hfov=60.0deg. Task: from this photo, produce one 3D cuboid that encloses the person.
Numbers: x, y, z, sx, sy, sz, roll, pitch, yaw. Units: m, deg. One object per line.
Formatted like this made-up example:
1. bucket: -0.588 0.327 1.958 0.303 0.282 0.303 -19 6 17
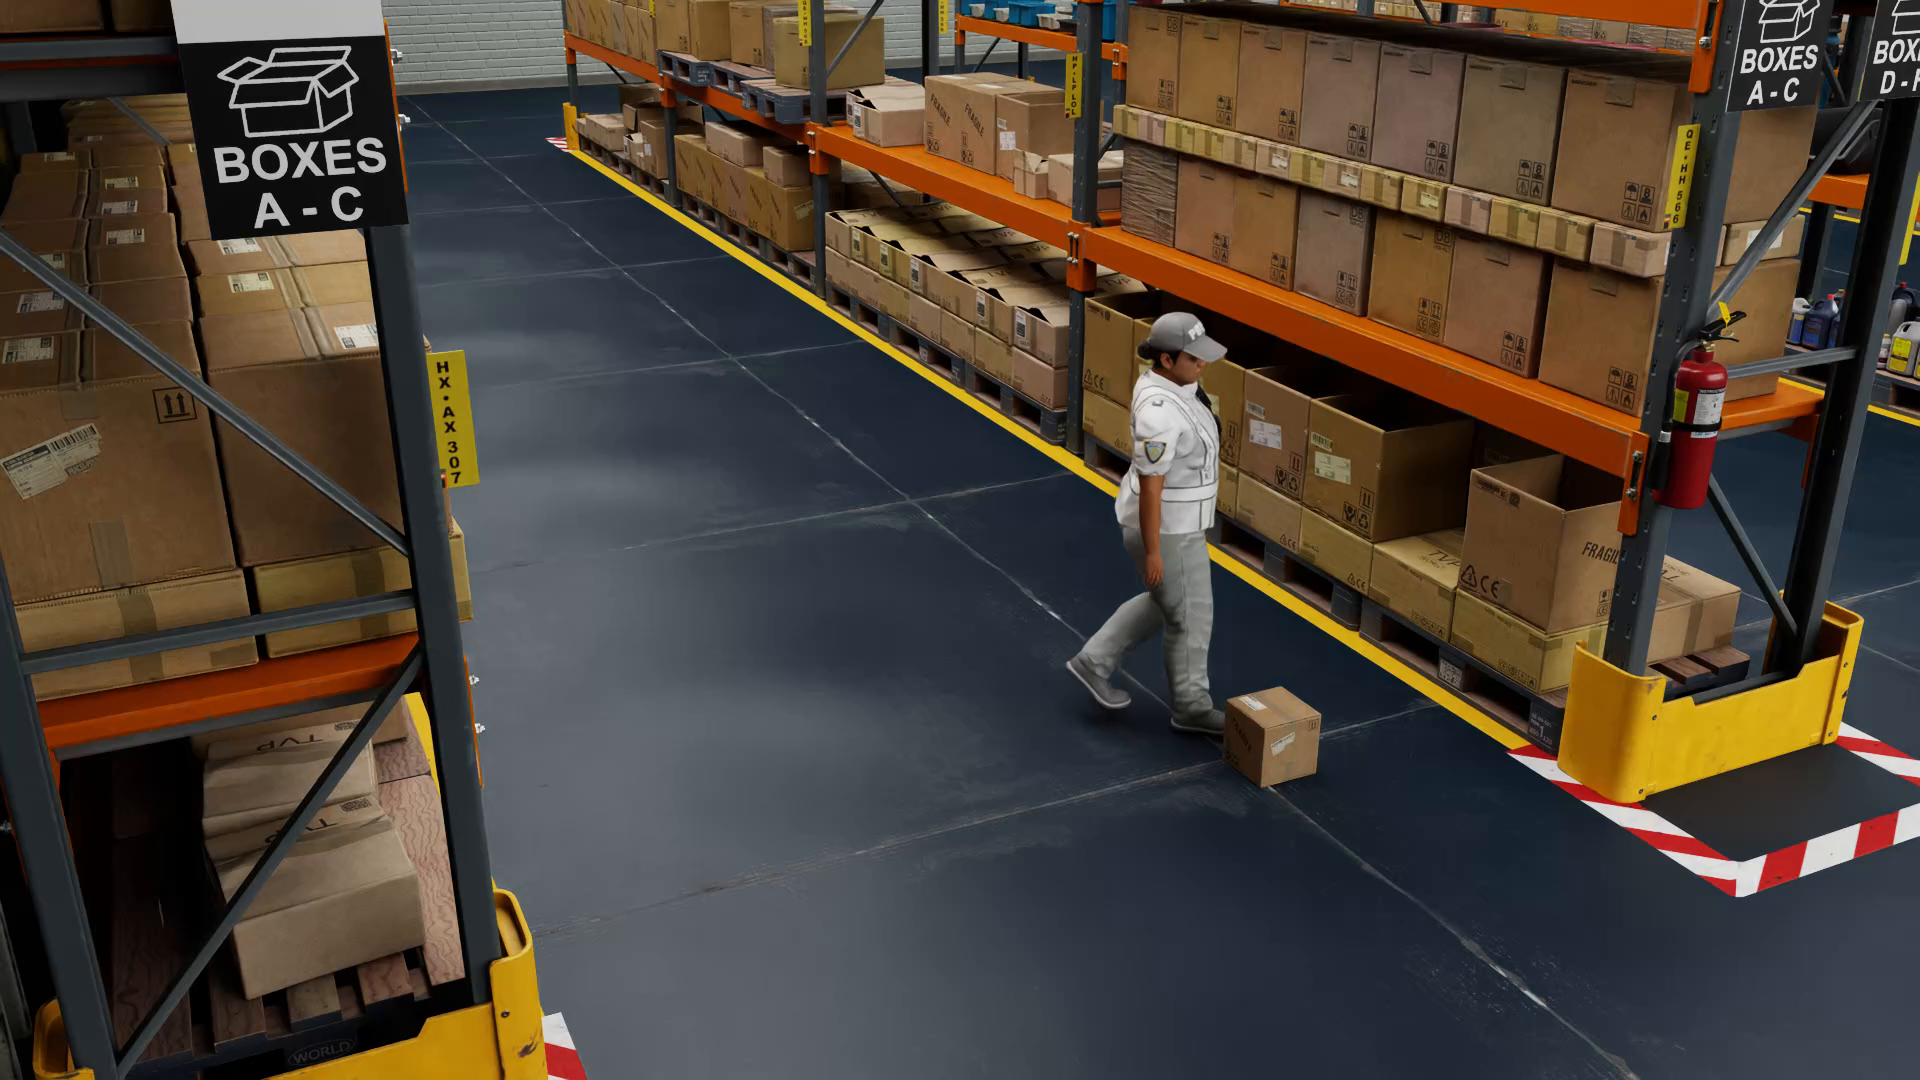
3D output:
1. person: 0.766 -0.056 6.219 0.714 1.650 0.493 1 22 2
